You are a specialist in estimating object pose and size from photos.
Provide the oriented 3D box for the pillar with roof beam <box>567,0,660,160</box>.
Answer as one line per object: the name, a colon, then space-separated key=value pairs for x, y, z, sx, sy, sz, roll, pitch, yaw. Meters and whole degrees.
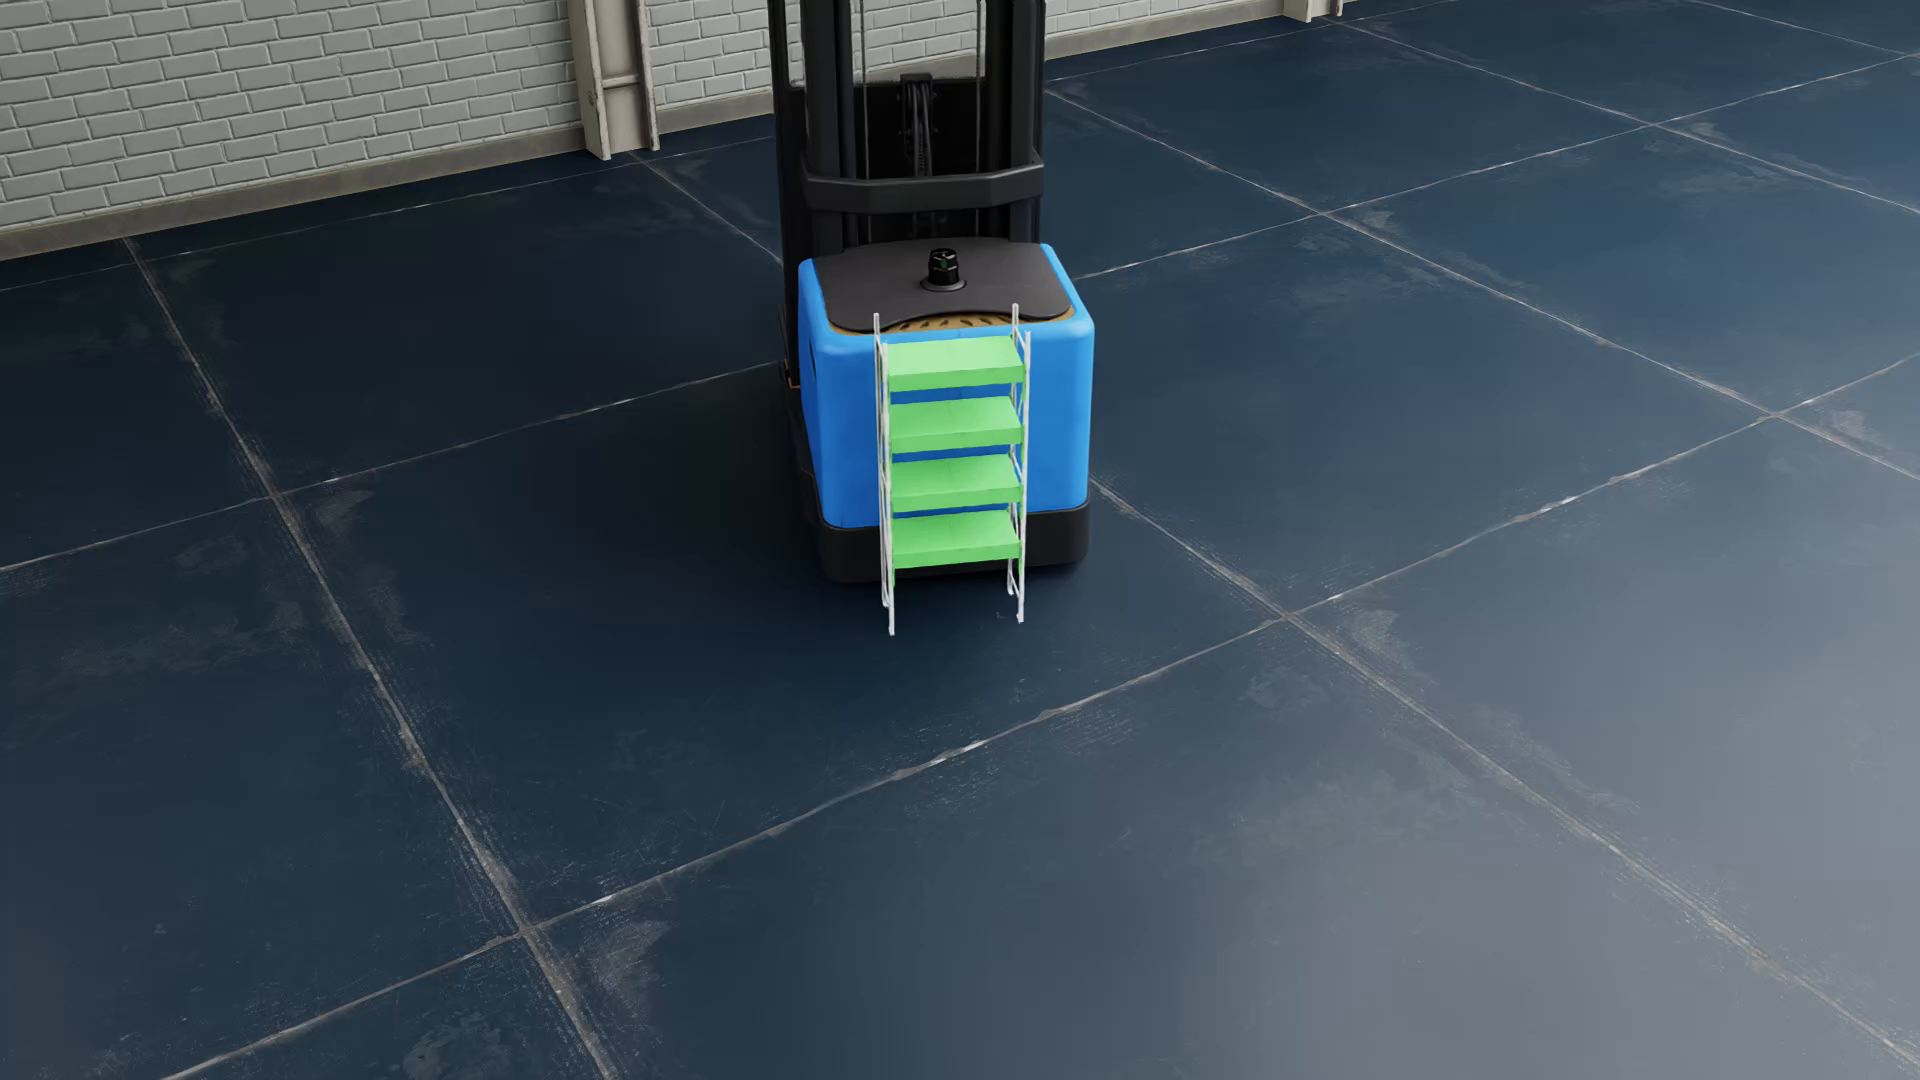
pillar with roof beam: x=0.145 y=-4.415 z=5.315 sx=0.400 sy=9.000 sz=9.100 roll=-19 pitch=37 yaw=-27

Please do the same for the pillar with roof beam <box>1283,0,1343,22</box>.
pillar with roof beam: x=5.188 y=-6.149 z=8.064 sx=0.400 sy=9.000 sz=9.100 roll=-19 pitch=37 yaw=-27

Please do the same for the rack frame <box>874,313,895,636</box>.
rack frame: x=-0.270 y=-0.212 z=5.961 sx=0.015 sy=1.200 sz=0.240 roll=-5 pitch=33 yaw=-8

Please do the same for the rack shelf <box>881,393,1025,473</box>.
rack shelf: x=-0.030 y=-0.383 z=5.900 sx=0.480 sy=0.148 sz=0.258 roll=-5 pitch=33 yaw=-8

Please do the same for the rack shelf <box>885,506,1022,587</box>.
rack shelf: x=-0.030 y=0.022 z=6.159 sx=0.480 sy=0.148 sz=0.258 roll=-5 pitch=33 yaw=-8

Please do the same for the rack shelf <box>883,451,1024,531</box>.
rack shelf: x=-0.030 y=-0.180 z=6.029 sx=0.480 sy=0.148 sz=0.258 roll=-5 pitch=33 yaw=-8

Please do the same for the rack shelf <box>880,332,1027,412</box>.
rack shelf: x=-0.029 y=-0.585 z=5.771 sx=0.480 sy=0.148 sz=0.258 roll=-5 pitch=33 yaw=-8

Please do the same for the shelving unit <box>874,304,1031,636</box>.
shelving unit: x=-0.030 y=-0.234 z=5.995 sx=0.503 sy=1.200 sz=0.258 roll=-5 pitch=33 yaw=-8

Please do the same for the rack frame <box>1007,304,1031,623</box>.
rack frame: x=0.211 y=-0.256 z=6.029 sx=0.015 sy=1.200 sz=0.240 roll=-5 pitch=33 yaw=-8

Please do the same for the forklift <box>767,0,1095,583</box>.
forklift: x=-0.248 y=-1.847 z=6.931 sx=1.130 sy=2.935 sz=3.031 roll=-5 pitch=33 yaw=-8
